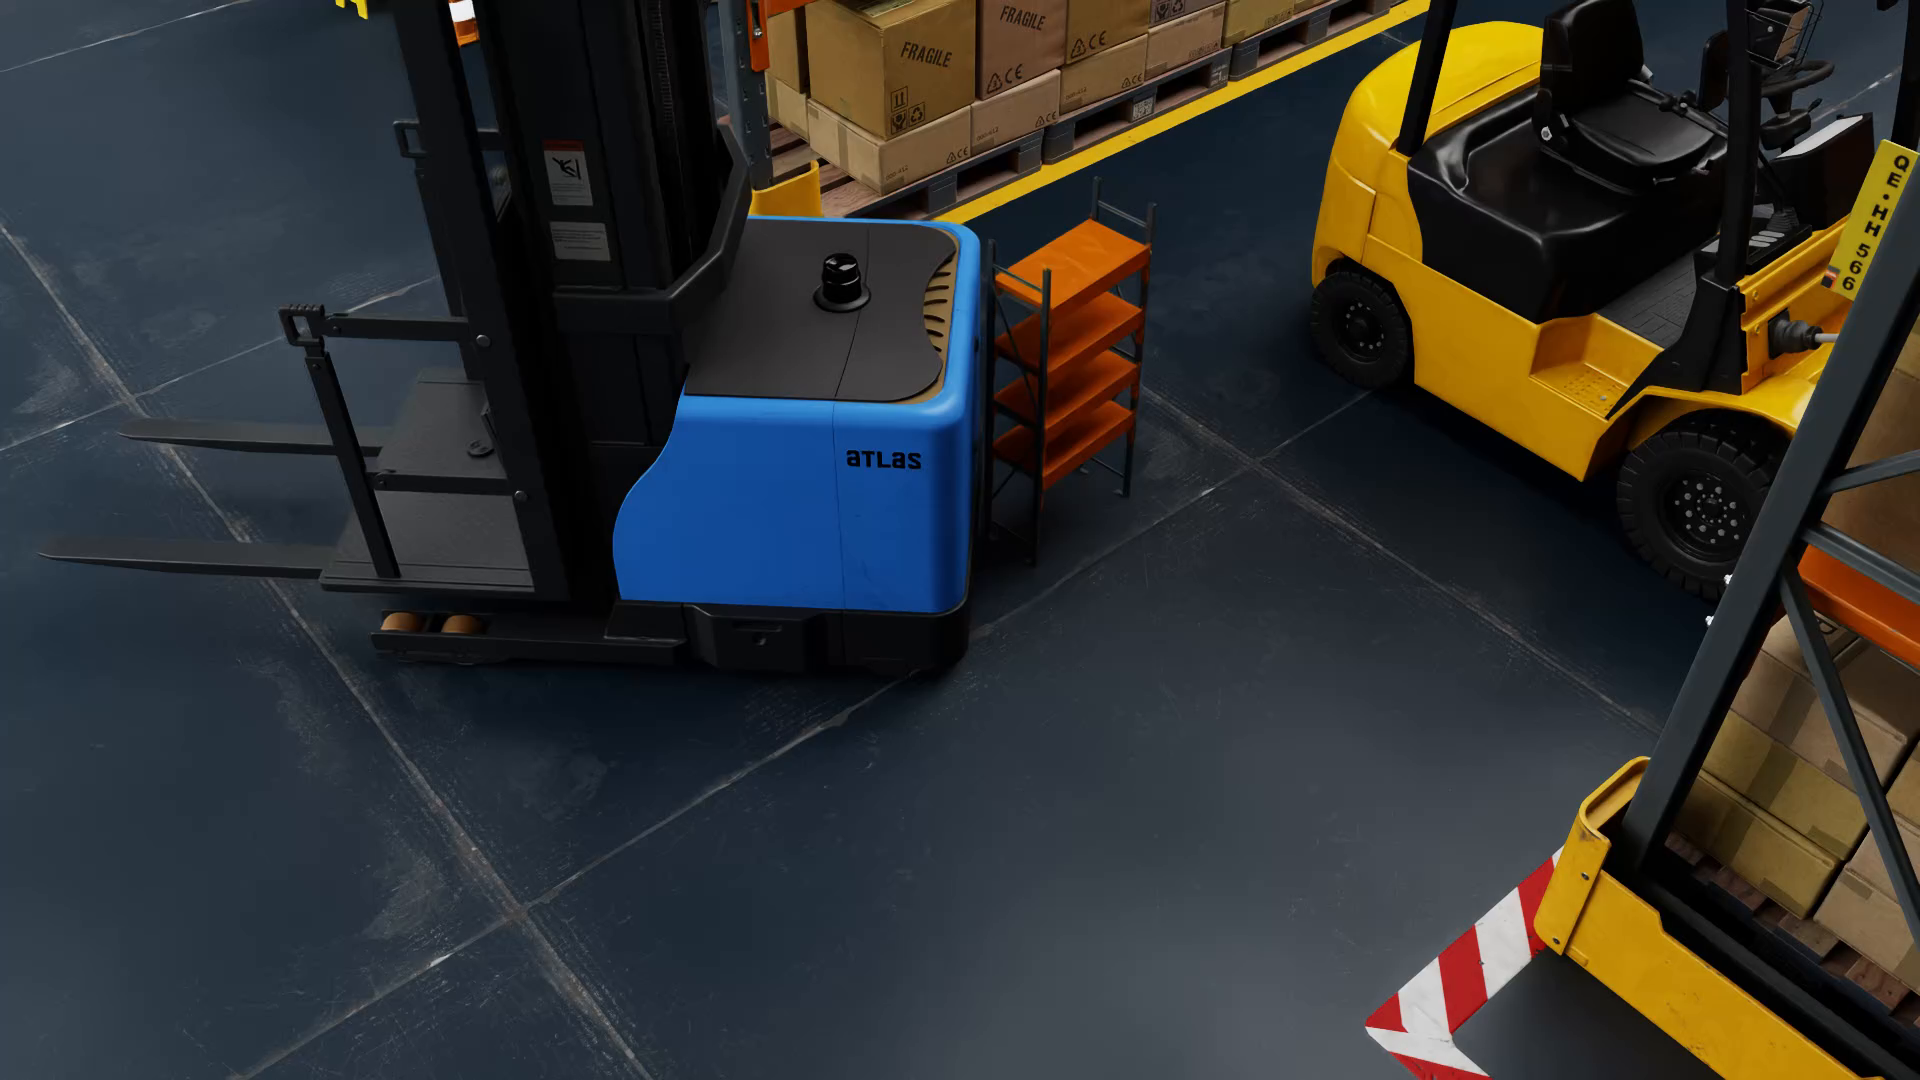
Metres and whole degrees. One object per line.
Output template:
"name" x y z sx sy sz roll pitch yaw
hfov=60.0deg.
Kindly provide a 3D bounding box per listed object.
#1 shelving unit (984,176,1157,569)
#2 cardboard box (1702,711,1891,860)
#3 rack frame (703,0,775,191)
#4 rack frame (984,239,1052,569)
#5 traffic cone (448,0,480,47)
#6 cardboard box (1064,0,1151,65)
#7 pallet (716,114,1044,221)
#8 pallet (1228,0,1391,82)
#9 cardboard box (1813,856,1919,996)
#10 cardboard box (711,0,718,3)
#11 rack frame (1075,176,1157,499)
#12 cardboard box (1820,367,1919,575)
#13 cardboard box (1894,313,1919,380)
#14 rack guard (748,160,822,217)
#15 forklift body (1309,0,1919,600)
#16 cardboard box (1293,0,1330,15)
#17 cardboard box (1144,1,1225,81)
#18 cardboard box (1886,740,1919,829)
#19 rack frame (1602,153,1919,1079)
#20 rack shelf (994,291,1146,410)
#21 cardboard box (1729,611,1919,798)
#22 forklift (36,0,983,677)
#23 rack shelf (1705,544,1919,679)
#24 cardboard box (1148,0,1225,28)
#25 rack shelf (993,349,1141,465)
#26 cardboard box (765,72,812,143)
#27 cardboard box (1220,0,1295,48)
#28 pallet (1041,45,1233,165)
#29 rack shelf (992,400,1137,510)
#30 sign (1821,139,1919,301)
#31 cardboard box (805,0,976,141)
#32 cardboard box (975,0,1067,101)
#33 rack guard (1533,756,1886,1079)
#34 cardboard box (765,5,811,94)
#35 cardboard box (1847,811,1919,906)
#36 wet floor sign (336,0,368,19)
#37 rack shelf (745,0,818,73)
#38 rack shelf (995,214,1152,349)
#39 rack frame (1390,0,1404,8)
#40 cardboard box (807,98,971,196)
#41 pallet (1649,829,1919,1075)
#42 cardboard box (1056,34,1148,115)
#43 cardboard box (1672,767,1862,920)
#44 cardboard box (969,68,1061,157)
"shelving unit" 0.342 -0.521 5.429 0.258 1.200 0.503 33 52 30
"cardboard box" 2.261 0.486 4.378 0.500 0.250 0.500 -30 51 -28
"rack frame" -1.099 -2.408 6.123 0.127 3.000 1.000 -30 51 -28
"rack frame" 0.174 -0.400 5.300 0.240 1.200 0.015 33 52 30
"traffic cone" -2.570 -2.783 8.375 0.334 0.463 0.336 -30 51 -28
"cardboard box" 0.503 -2.500 7.375 0.500 0.500 0.500 -29 50 -27
"pallet" -0.395 -1.763 7.473 1.213 0.211 1.003 -30 51 -28
"pallet" 1.477 -2.835 8.614 1.213 0.211 1.003 -30 51 -28
"cardboard box" 2.591 0.933 4.267 0.500 0.250 0.500 -30 51 -28
"cardboard box" -1.390 -3.005 8.841 0.250 0.149 0.380 -7 44 -7
"rack frame" 0.510 -0.643 5.558 0.240 1.200 0.015 33 52 30
"cardboard box" 2.297 -0.193 3.692 0.500 0.500 0.500 -31 51 -29
"cardboard box" 2.175 -0.375 3.412 0.250 0.149 0.380 -29 50 -27
"rack guard" -1.041 -1.530 7.014 0.348 0.500 1.175 -30 51 -28
"forklift body" 2.372 -1.284 5.547 1.214 2.155 2.313 -30 51 -28
"cardboard box" 1.688 -2.915 8.364 0.500 0.250 0.500 -28 50 -26
"cardboard box" 0.893 -2.455 7.874 0.500 0.250 0.500 -29 50 -27
"cardboard box" 2.578 0.570 3.923 0.500 0.250 0.500 -31 51 -28
"rack frame" 2.088 0.197 3.349 0.127 3.000 1.000 -30 51 -28
"rack shelf" 0.342 -0.635 5.322 0.258 0.148 0.480 33 52 30
"cardboard box" 2.241 0.316 4.194 0.500 0.250 0.500 -28 50 -27
"forklift" -1.461 -1.027 4.703 3.031 2.935 1.130 2 43 3
"rack shelf" 3.622 -0.419 4.531 4.000 0.370 1.077 -30 51 -28
"cardboard box" 0.908 -2.739 7.629 0.500 0.500 0.500 -27 50 -26
"rack shelf" 0.342 -0.472 5.475 0.258 0.148 0.480 33 52 30
"cardboard box" -0.633 -2.065 7.460 0.500 0.250 0.500 -30 51 -28
"cardboard box" 1.286 -2.676 8.109 0.500 0.250 0.500 -31 51 -29
"pallet" 0.540 -2.296 8.041 1.213 0.211 1.003 -30 51 -28
"rack shelf" 0.342 -0.328 5.611 0.258 0.148 0.480 33 52 30
"sign" 1.751 -0.602 3.182 0.005 0.325 0.100 -30 51 -28
"cardboard box" -0.285 -2.052 6.898 0.500 0.500 0.500 -32 52 -29
"cardboard box" 0.113 -2.284 7.145 0.500 0.500 0.500 -32 52 -29
"rack guard" 2.070 1.119 4.194 0.348 0.500 1.175 -30 51 -28
"cardboard box" -0.652 -2.321 7.184 0.500 0.500 0.500 -29 51 -28
"cardboard box" 2.582 0.767 4.079 0.500 0.250 0.500 -29 50 -27
"wet floor sign" -3.104 -3.052 8.528 0.267 0.644 0.232 30 51 28
"rack shelf" 0.435 -3.024 7.304 4.000 0.370 1.077 -30 51 -28
"rack shelf" 0.342 -0.808 5.160 0.258 0.148 0.480 33 52 30
"rack frame" 1.969 -4.165 7.993 0.127 3.000 1.000 -30 51 -28
"cardboard box" -0.303 -1.768 7.143 0.500 0.250 0.500 -30 51 -28
"pallet" 2.648 0.856 4.685 1.213 0.211 1.003 -30 51 -28
"cardboard box" 0.504 -2.234 7.640 0.500 0.250 0.500 -26 49 -25
"cardboard box" 2.246 0.674 4.543 0.500 0.250 0.500 -29 51 -28
"cardboard box" 0.093 -1.988 7.377 0.500 0.250 0.500 -28 50 -27
